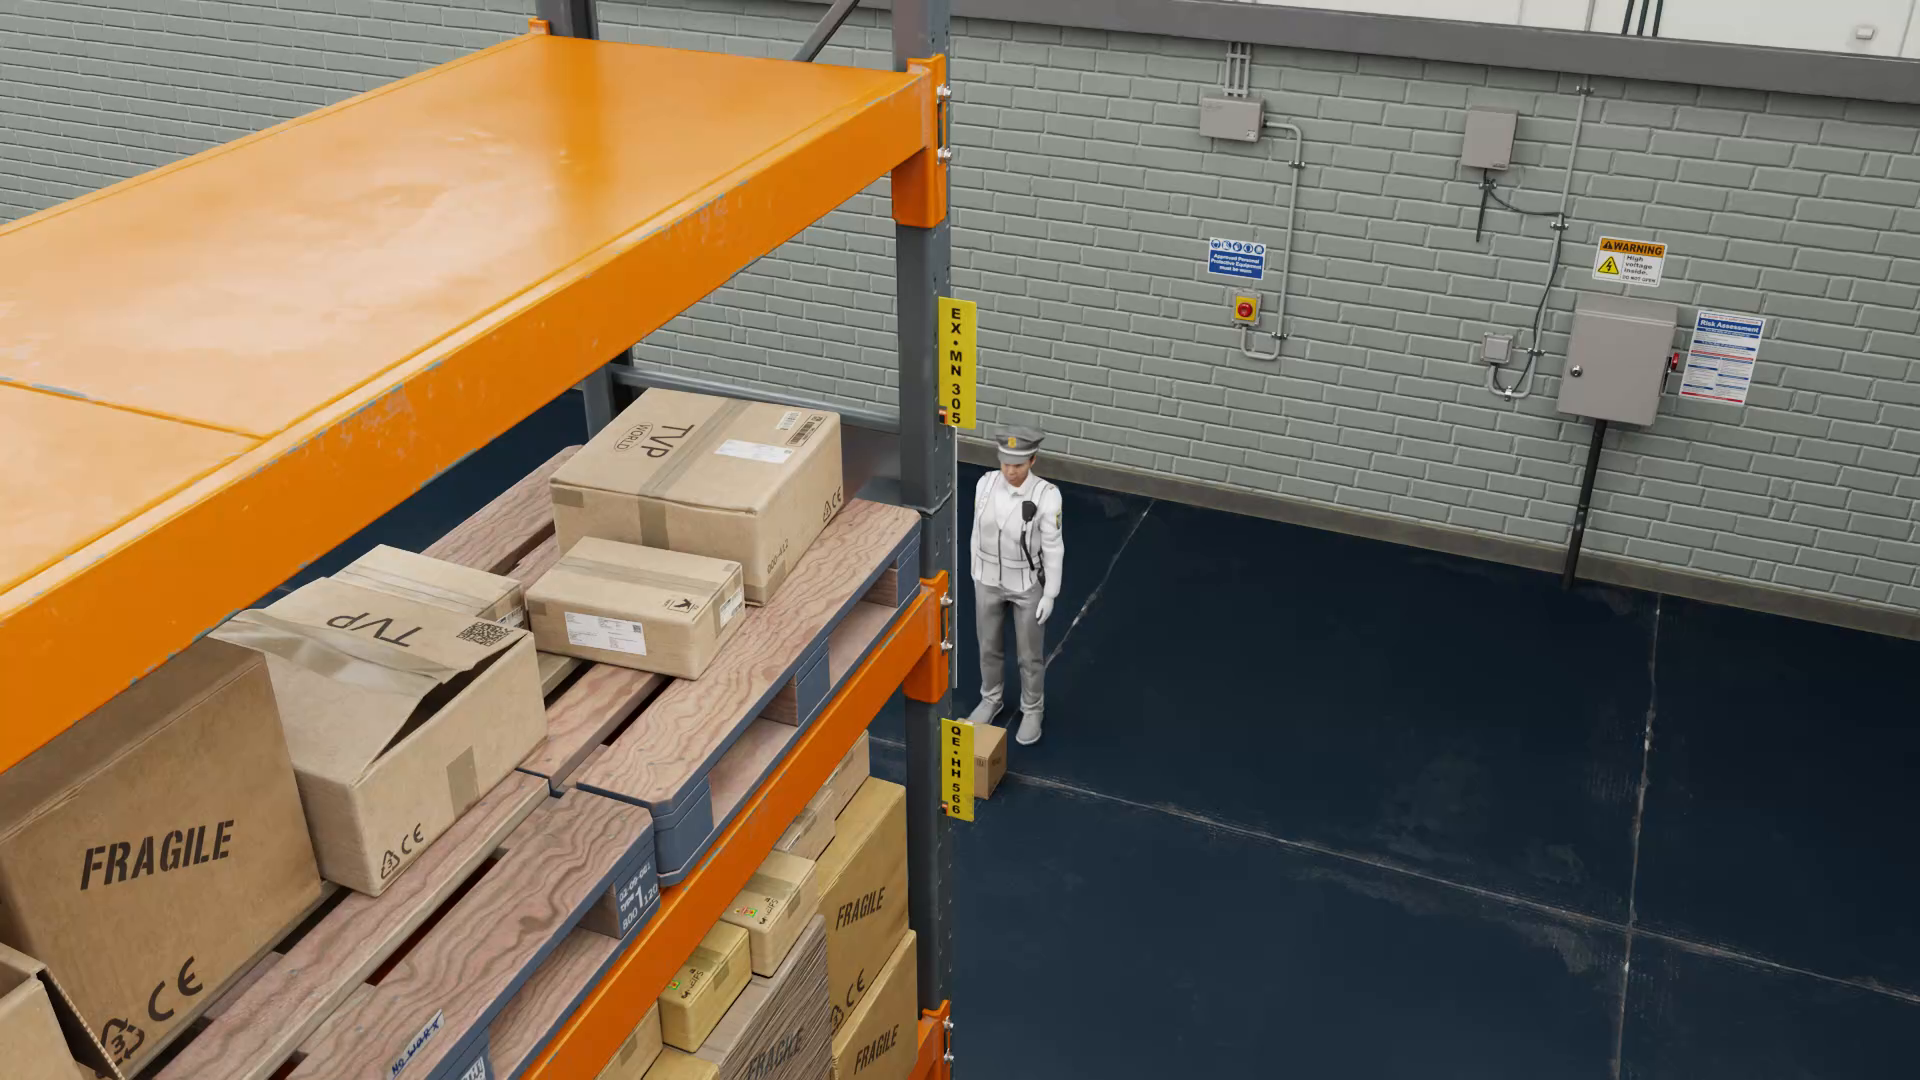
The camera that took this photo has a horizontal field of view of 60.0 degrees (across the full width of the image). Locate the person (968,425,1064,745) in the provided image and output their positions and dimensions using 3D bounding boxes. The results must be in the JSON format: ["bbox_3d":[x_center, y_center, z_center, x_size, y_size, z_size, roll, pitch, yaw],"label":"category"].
[{"bbox_3d":[0.258,0.220,7.996,0.470,1.678,0.334,12,32,21],"label":"person"}]
